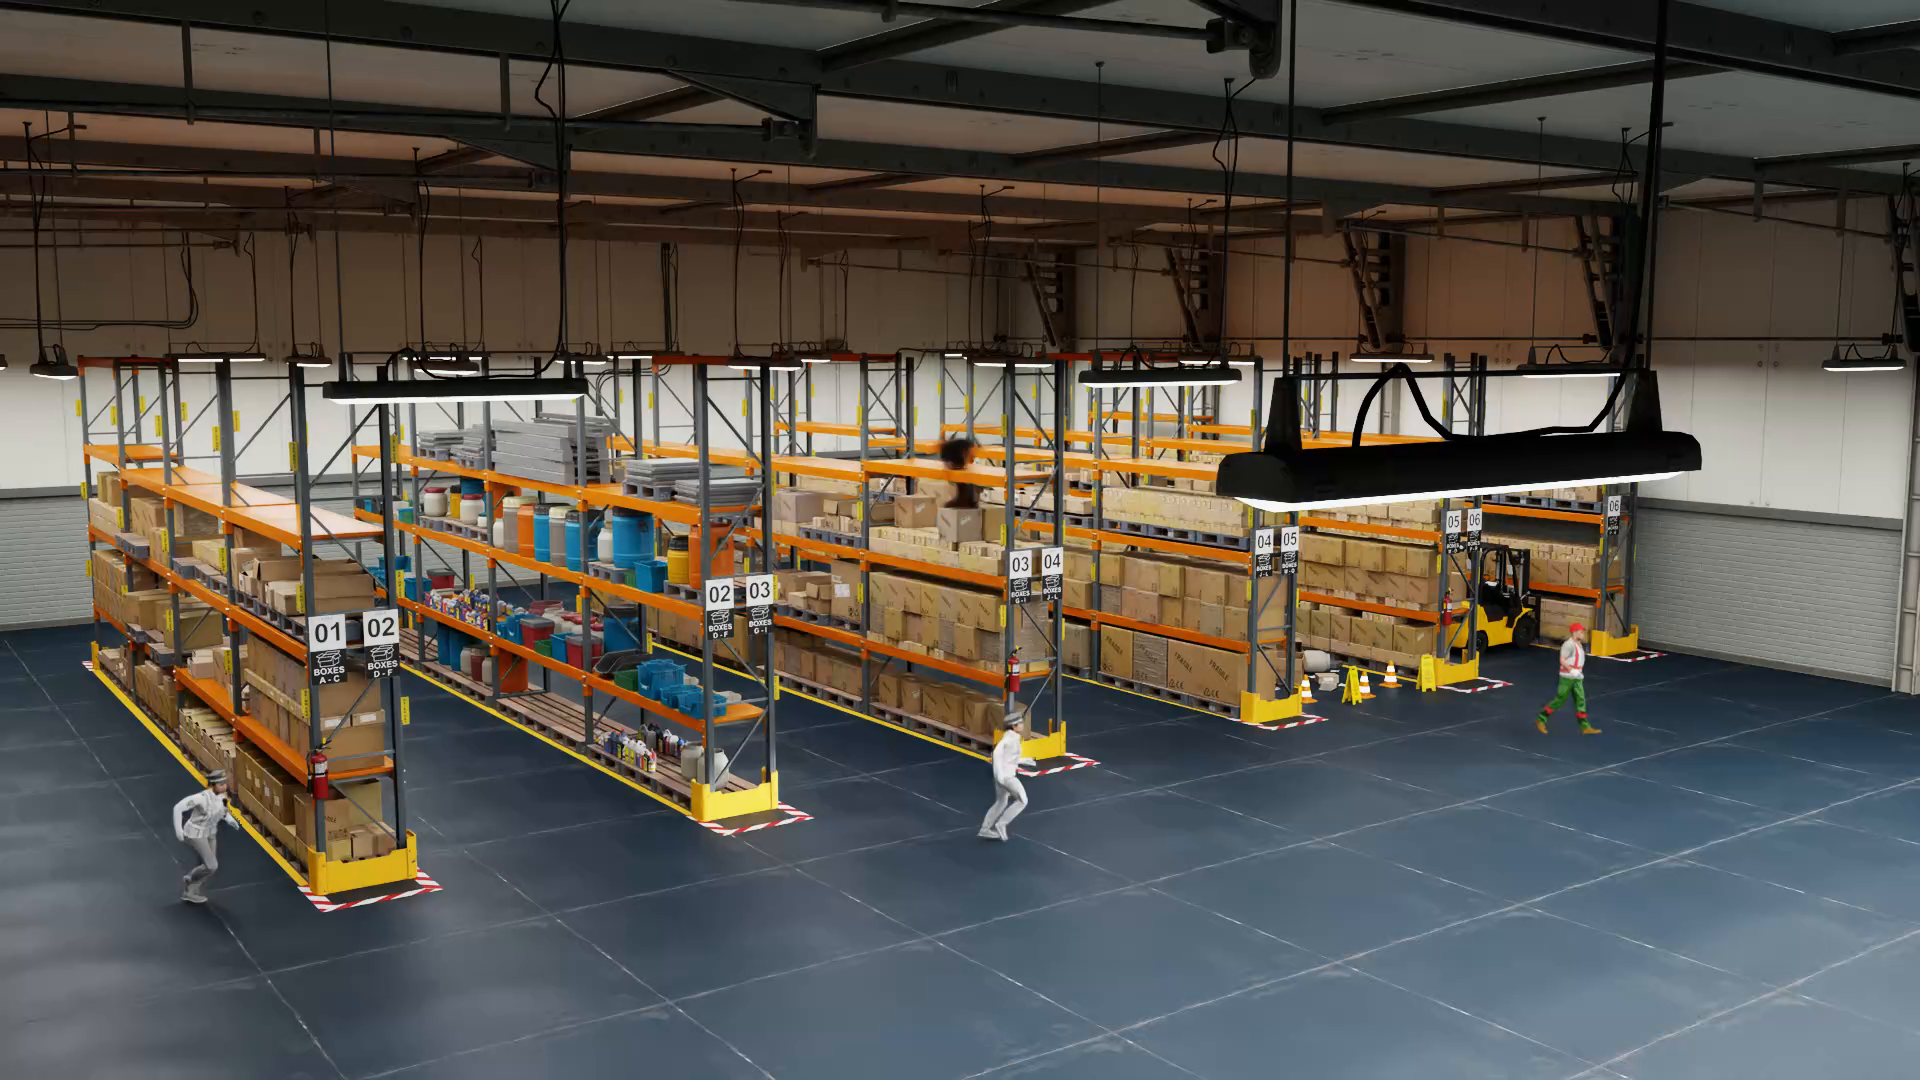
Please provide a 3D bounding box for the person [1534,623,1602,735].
[{"bbox_3d":[9.769,2.200,26.508,1.008,1.768,0.699,5,9,37],"label":"person"}]

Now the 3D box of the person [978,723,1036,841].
[{"bbox_3d":[0.602,3.005,20.957,0.738,1.625,0.472,0,7,-3],"label":"person"}]

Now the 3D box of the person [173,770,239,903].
[{"bbox_3d":[-8.407,3.317,18.514,0.739,1.549,0.640,2,7,17],"label":"person"}]
